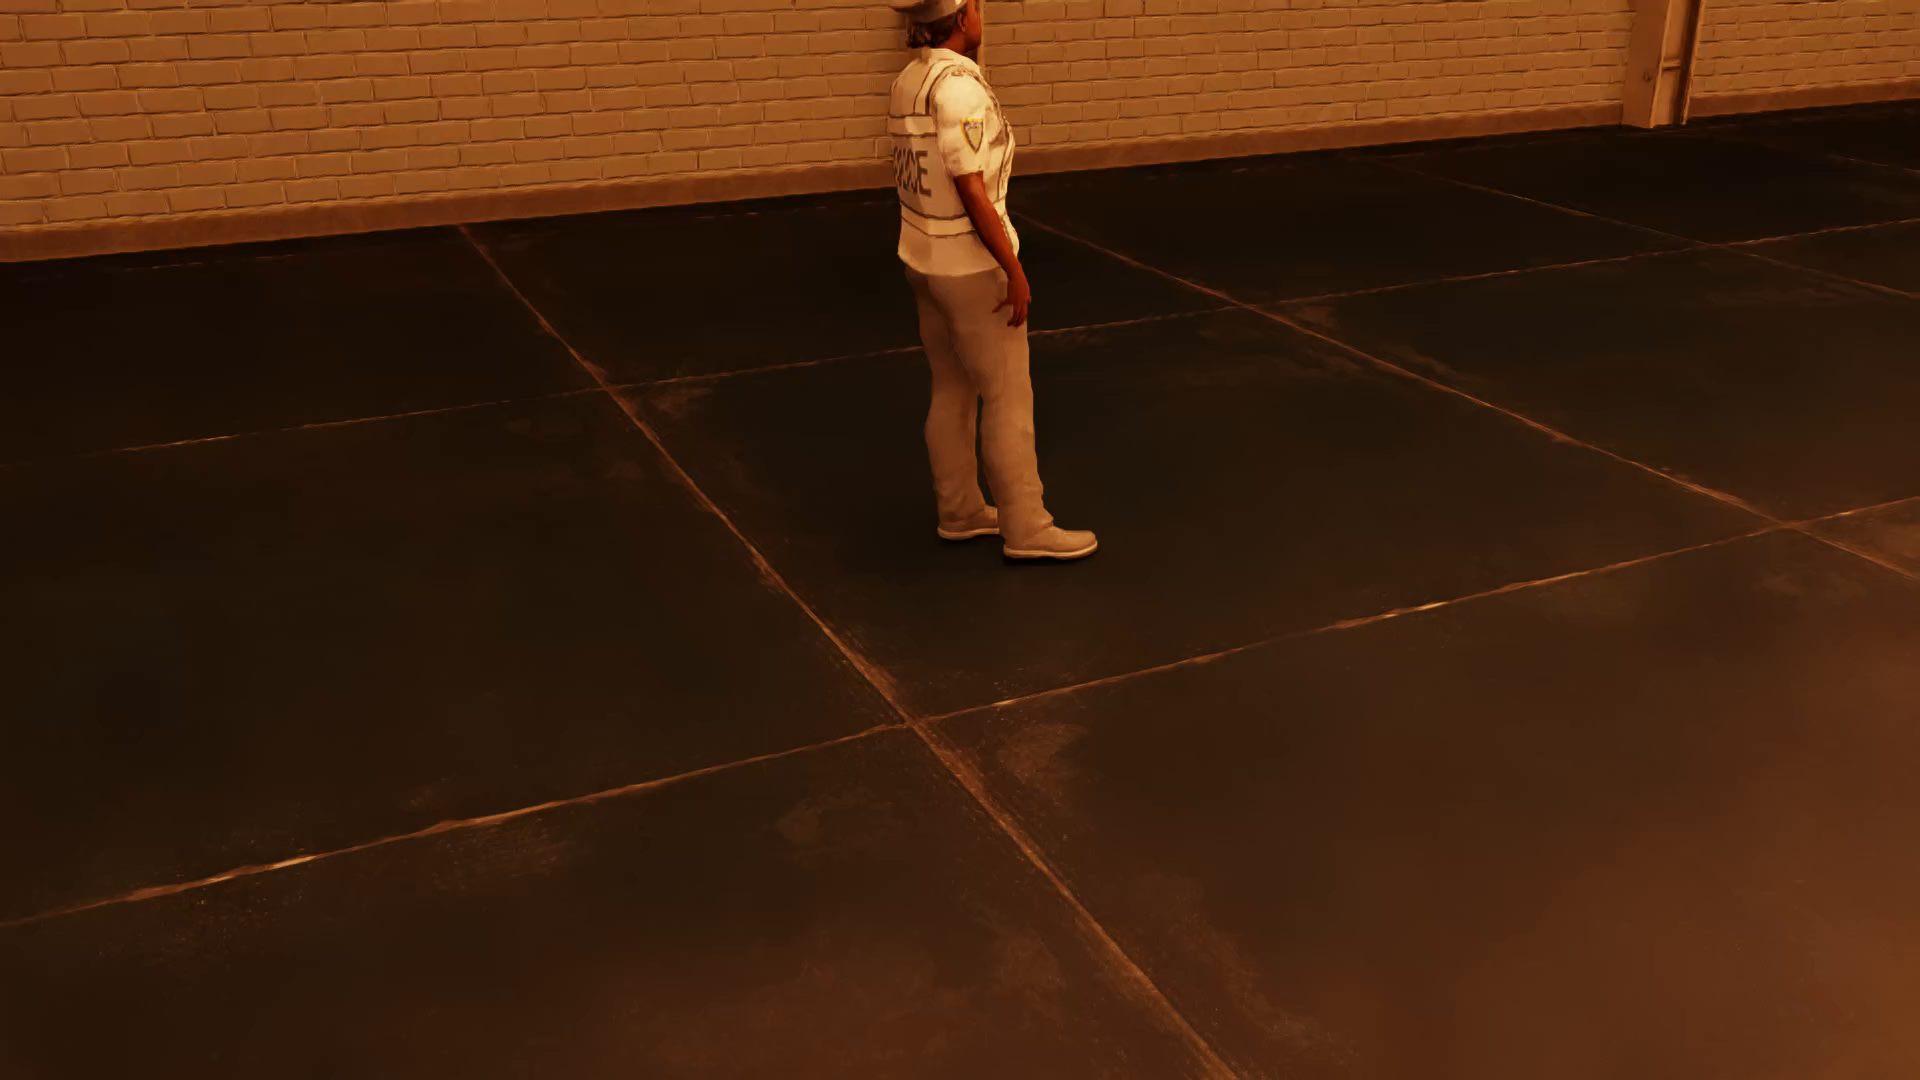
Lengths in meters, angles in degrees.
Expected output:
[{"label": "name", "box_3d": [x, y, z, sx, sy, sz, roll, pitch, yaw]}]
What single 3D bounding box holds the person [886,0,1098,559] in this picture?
[{"label": "person", "box_3d": [0.076, -0.795, 4.792, 0.529, 1.695, 0.570, -10, 25, -23]}]
